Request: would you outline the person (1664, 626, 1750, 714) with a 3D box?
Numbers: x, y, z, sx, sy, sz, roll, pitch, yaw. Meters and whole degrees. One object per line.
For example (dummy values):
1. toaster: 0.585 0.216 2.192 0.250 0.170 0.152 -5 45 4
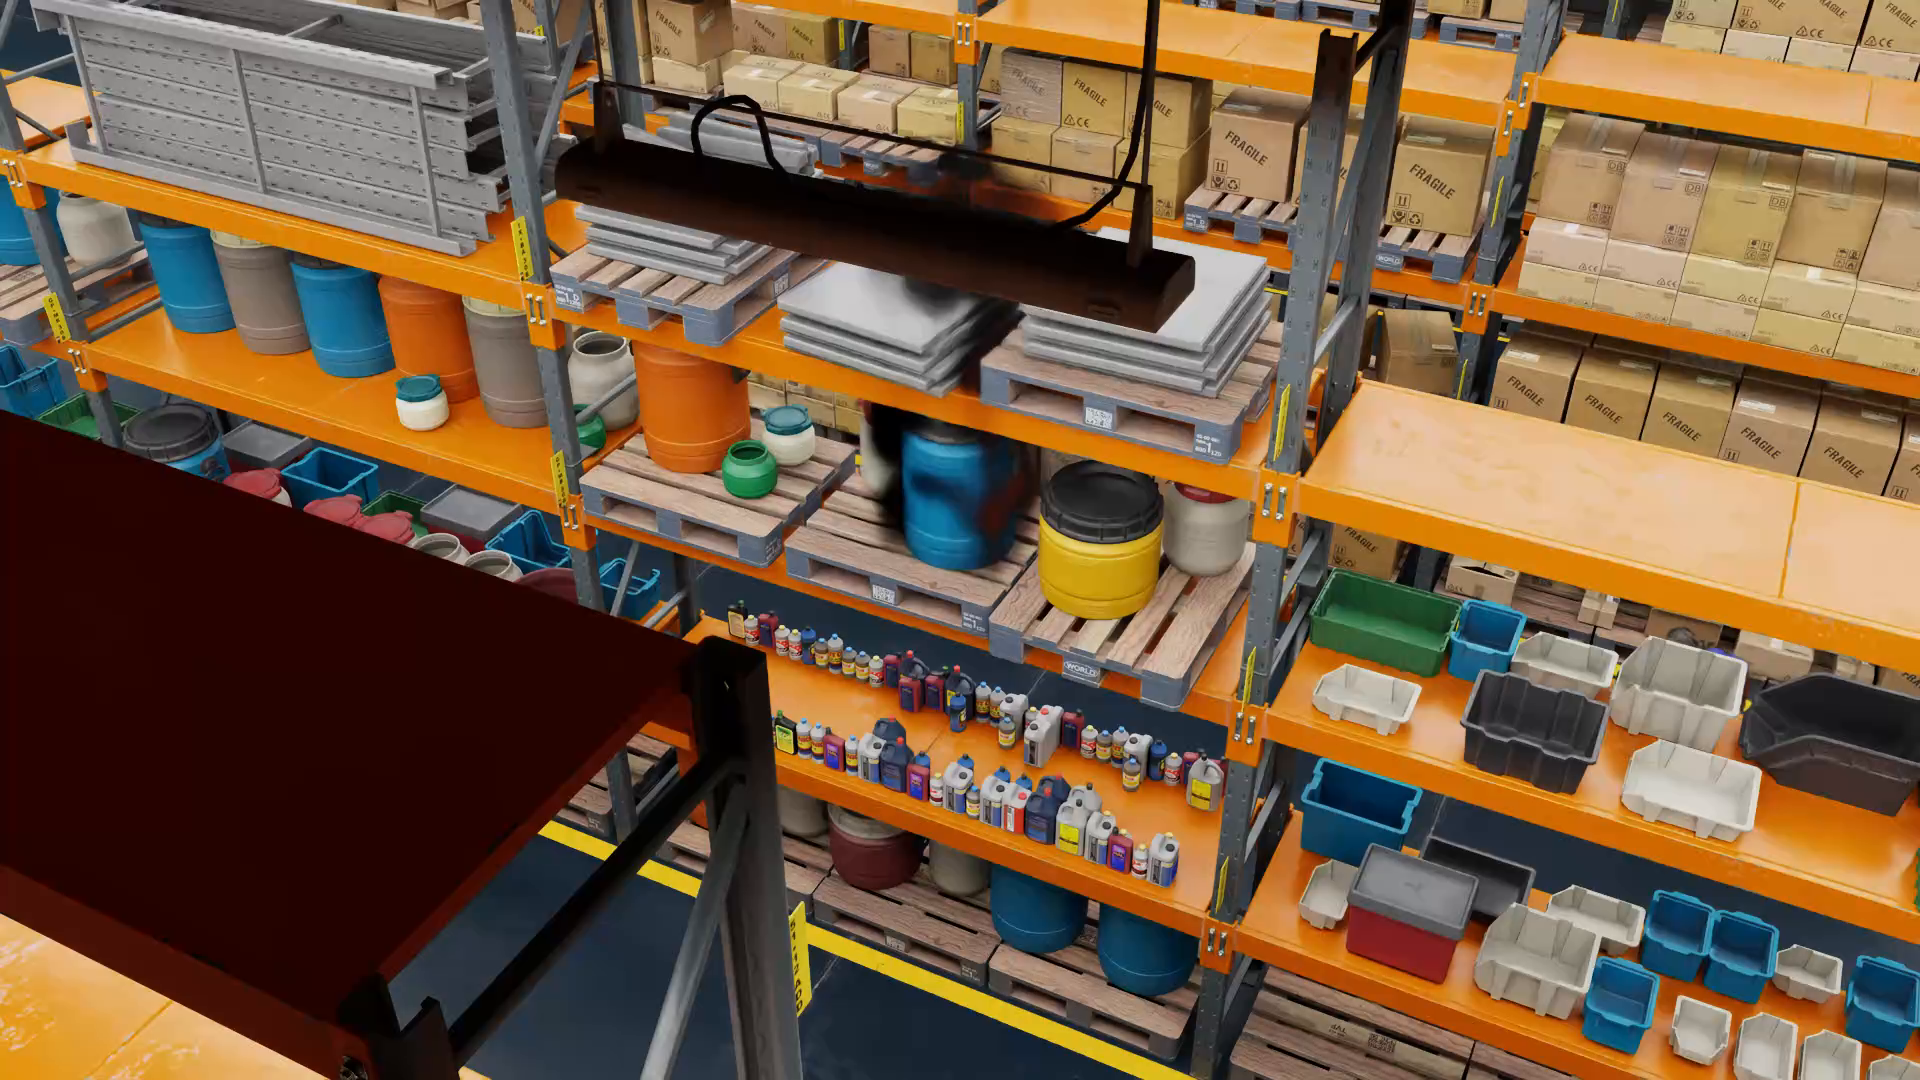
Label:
1. person: 4.907 1.295 10.706 1.013 1.471 0.595 26 42 32
